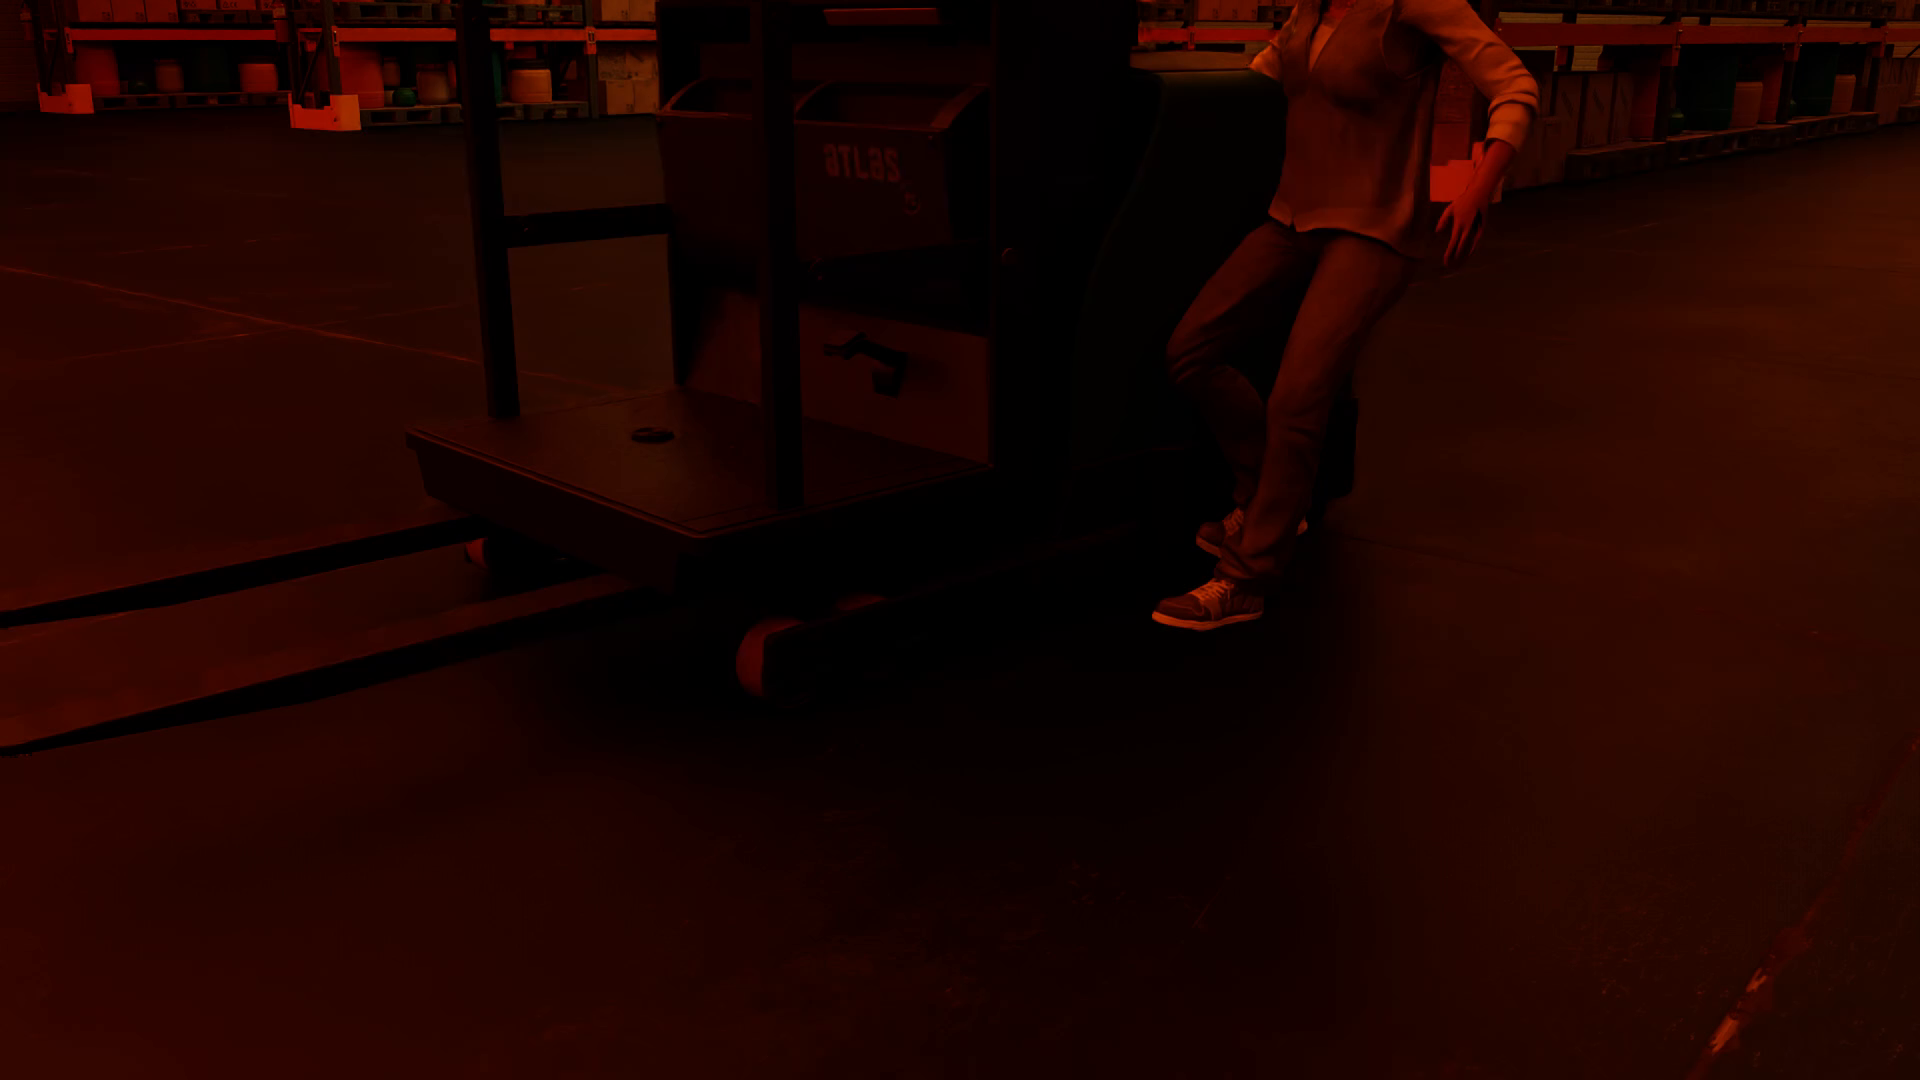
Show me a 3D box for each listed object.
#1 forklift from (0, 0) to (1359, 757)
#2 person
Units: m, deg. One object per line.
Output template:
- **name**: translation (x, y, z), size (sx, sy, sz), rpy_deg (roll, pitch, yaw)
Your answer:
- **forklift**: translation (-0.450, -1.272, 3.086), size (3.031, 2.935, 1.130), rpy_deg (-15, 23, -41)
- **person**: translation (0.654, -0.596, 3.312), size (0.651, 1.531, 0.794), rpy_deg (-8, 19, -24)
